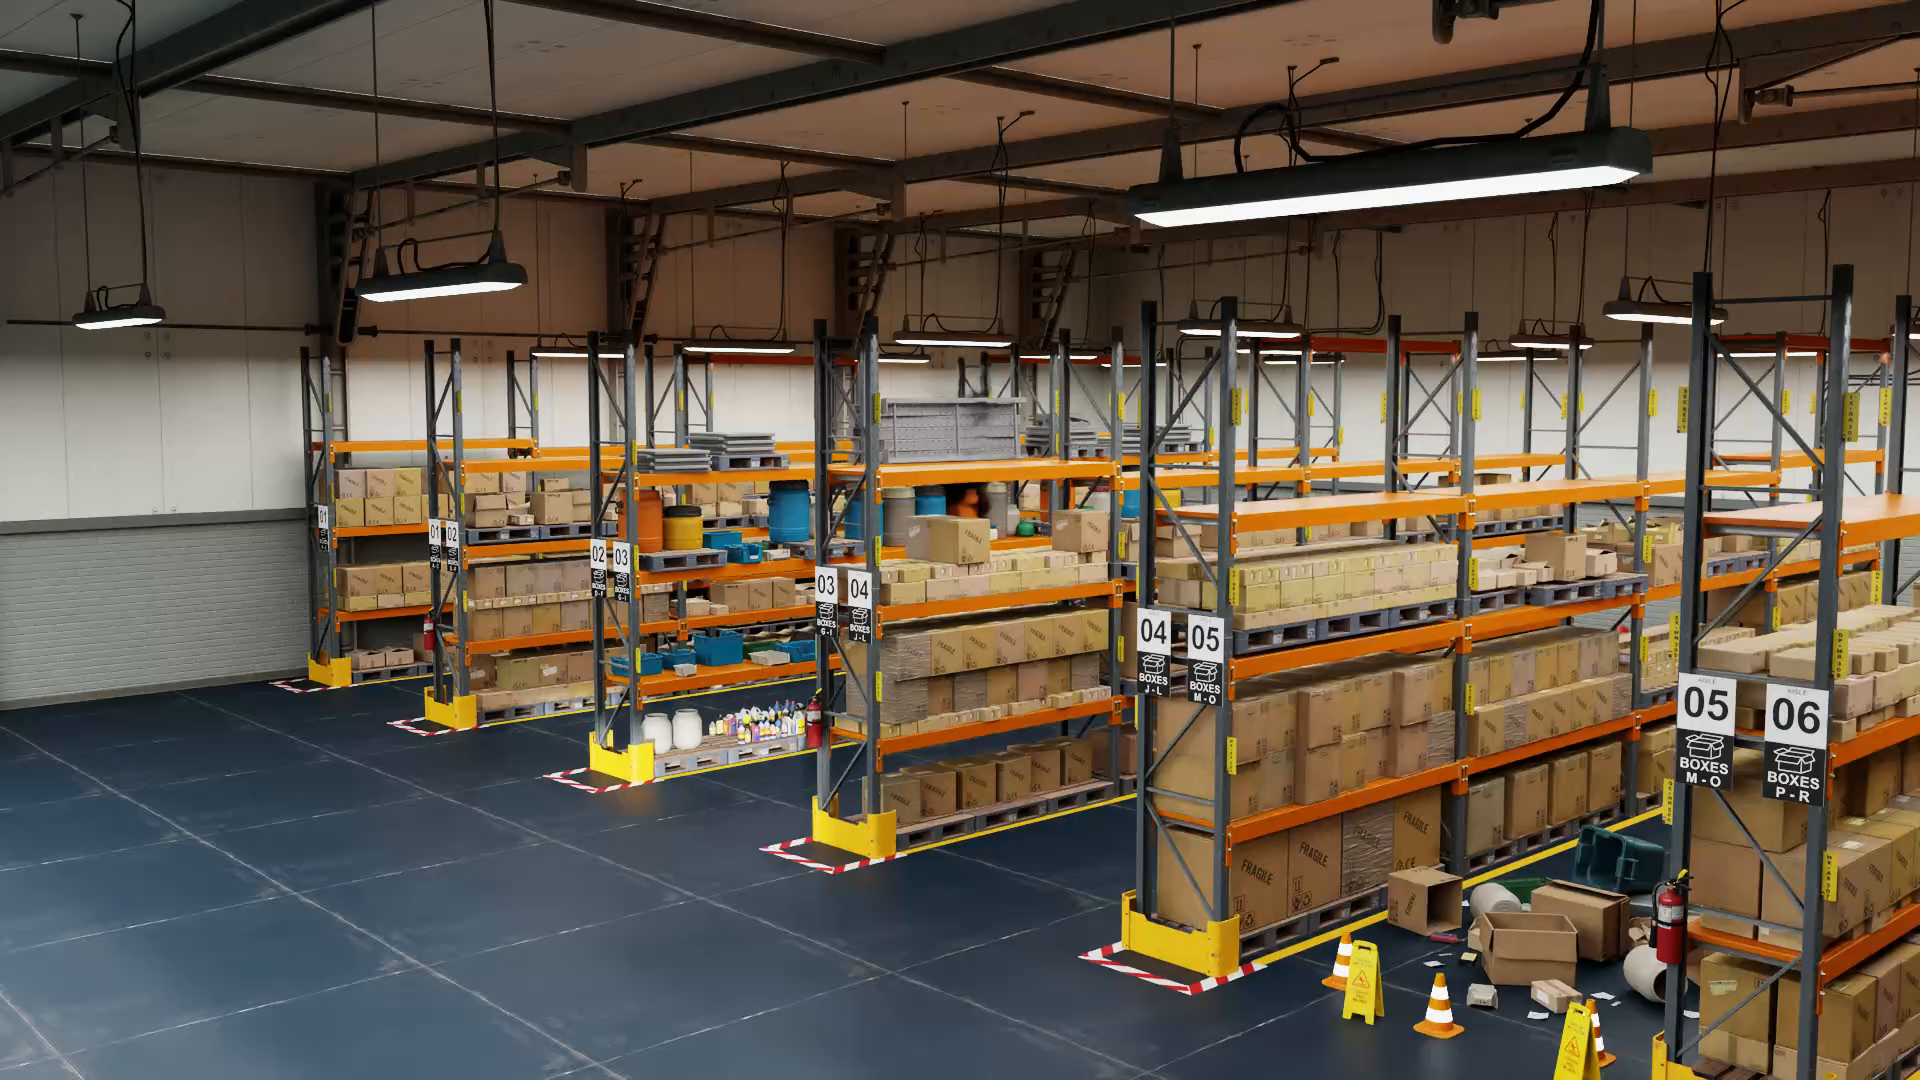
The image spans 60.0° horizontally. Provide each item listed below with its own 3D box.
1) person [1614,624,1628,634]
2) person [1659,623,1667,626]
[{"bbox_3d":[9.716,2.121,24.571,0.612,1.748,0.631,-4,7,-41],"label":"person"},{"bbox_3d":[10.766,2.092,25.622,0.545,1.647,0.670,4,7,40],"label":"person"}]
